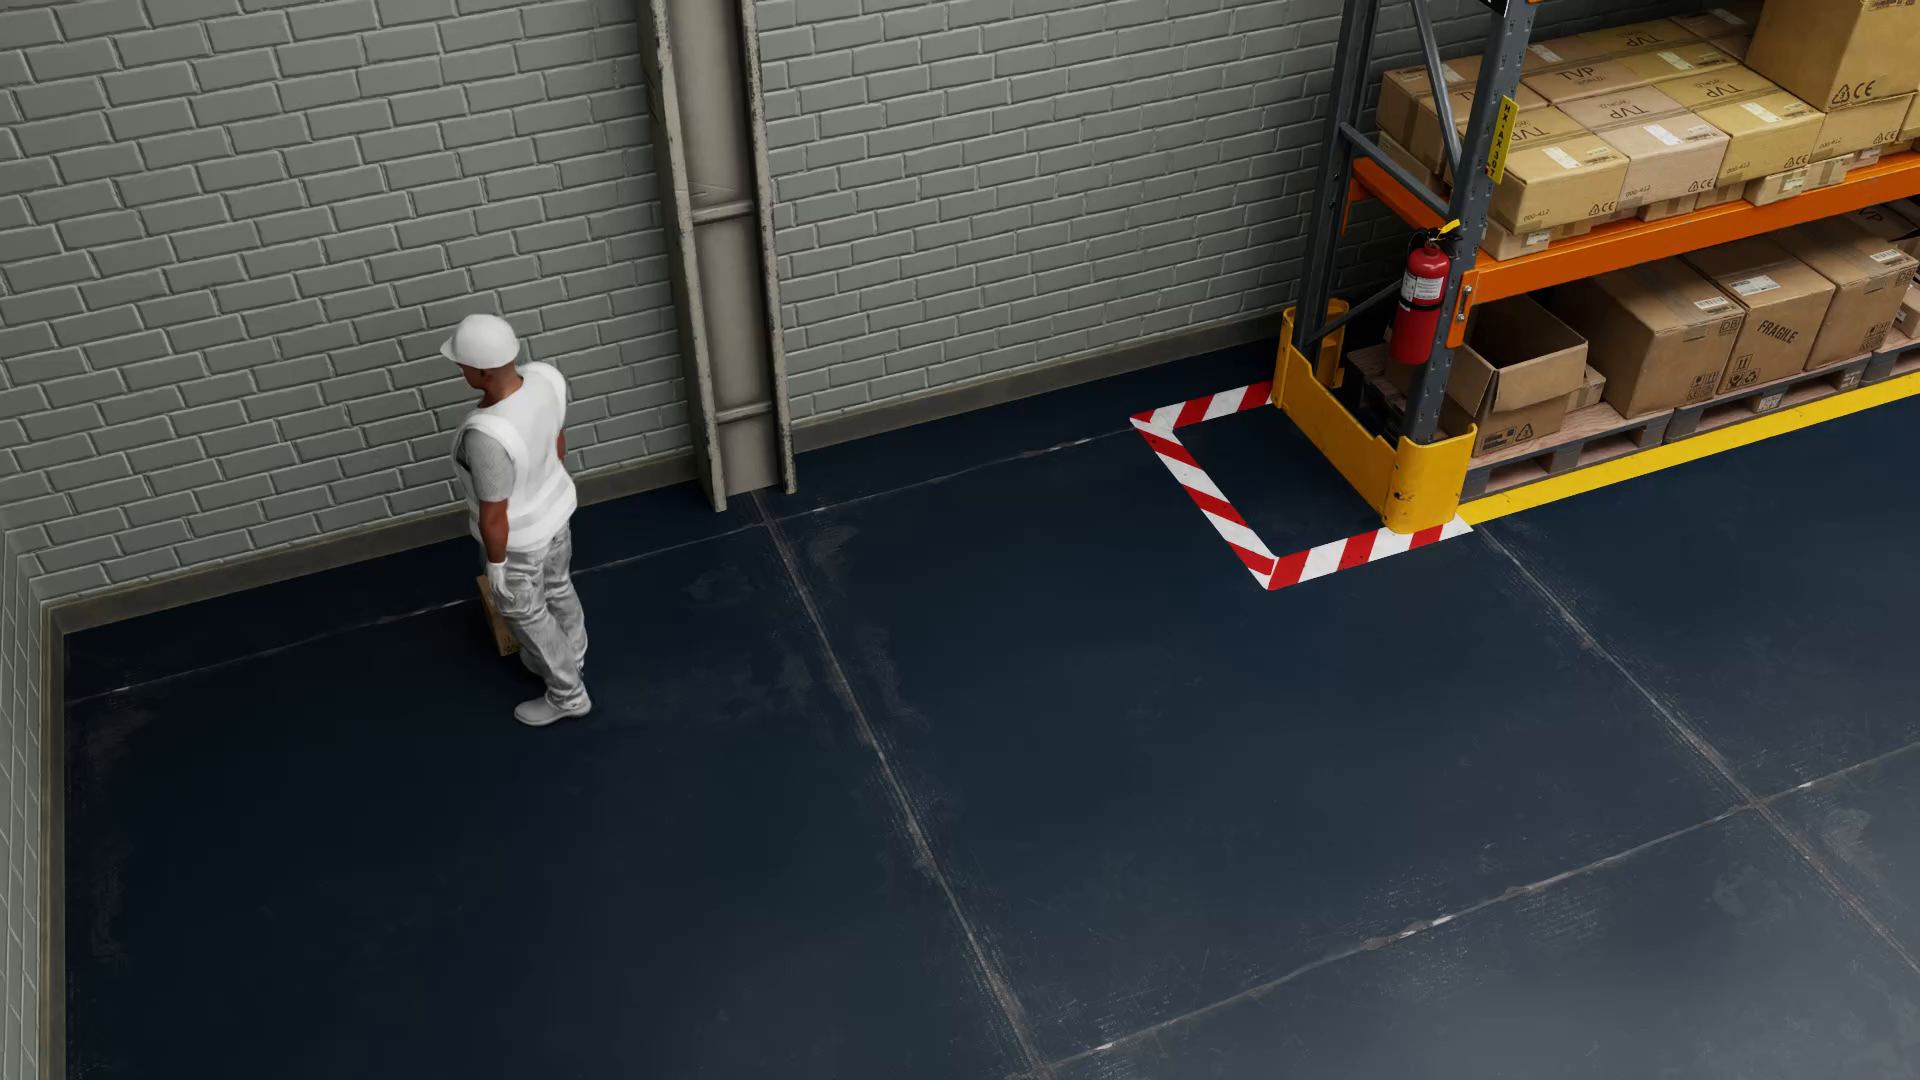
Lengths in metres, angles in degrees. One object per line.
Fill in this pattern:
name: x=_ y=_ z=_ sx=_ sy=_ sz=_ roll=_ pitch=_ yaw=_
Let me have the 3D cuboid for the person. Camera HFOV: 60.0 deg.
person: x=-1.672 y=0.004 z=6.134 sx=0.561 sy=1.794 sz=0.407 roll=-18 pitch=44 yaw=-19
